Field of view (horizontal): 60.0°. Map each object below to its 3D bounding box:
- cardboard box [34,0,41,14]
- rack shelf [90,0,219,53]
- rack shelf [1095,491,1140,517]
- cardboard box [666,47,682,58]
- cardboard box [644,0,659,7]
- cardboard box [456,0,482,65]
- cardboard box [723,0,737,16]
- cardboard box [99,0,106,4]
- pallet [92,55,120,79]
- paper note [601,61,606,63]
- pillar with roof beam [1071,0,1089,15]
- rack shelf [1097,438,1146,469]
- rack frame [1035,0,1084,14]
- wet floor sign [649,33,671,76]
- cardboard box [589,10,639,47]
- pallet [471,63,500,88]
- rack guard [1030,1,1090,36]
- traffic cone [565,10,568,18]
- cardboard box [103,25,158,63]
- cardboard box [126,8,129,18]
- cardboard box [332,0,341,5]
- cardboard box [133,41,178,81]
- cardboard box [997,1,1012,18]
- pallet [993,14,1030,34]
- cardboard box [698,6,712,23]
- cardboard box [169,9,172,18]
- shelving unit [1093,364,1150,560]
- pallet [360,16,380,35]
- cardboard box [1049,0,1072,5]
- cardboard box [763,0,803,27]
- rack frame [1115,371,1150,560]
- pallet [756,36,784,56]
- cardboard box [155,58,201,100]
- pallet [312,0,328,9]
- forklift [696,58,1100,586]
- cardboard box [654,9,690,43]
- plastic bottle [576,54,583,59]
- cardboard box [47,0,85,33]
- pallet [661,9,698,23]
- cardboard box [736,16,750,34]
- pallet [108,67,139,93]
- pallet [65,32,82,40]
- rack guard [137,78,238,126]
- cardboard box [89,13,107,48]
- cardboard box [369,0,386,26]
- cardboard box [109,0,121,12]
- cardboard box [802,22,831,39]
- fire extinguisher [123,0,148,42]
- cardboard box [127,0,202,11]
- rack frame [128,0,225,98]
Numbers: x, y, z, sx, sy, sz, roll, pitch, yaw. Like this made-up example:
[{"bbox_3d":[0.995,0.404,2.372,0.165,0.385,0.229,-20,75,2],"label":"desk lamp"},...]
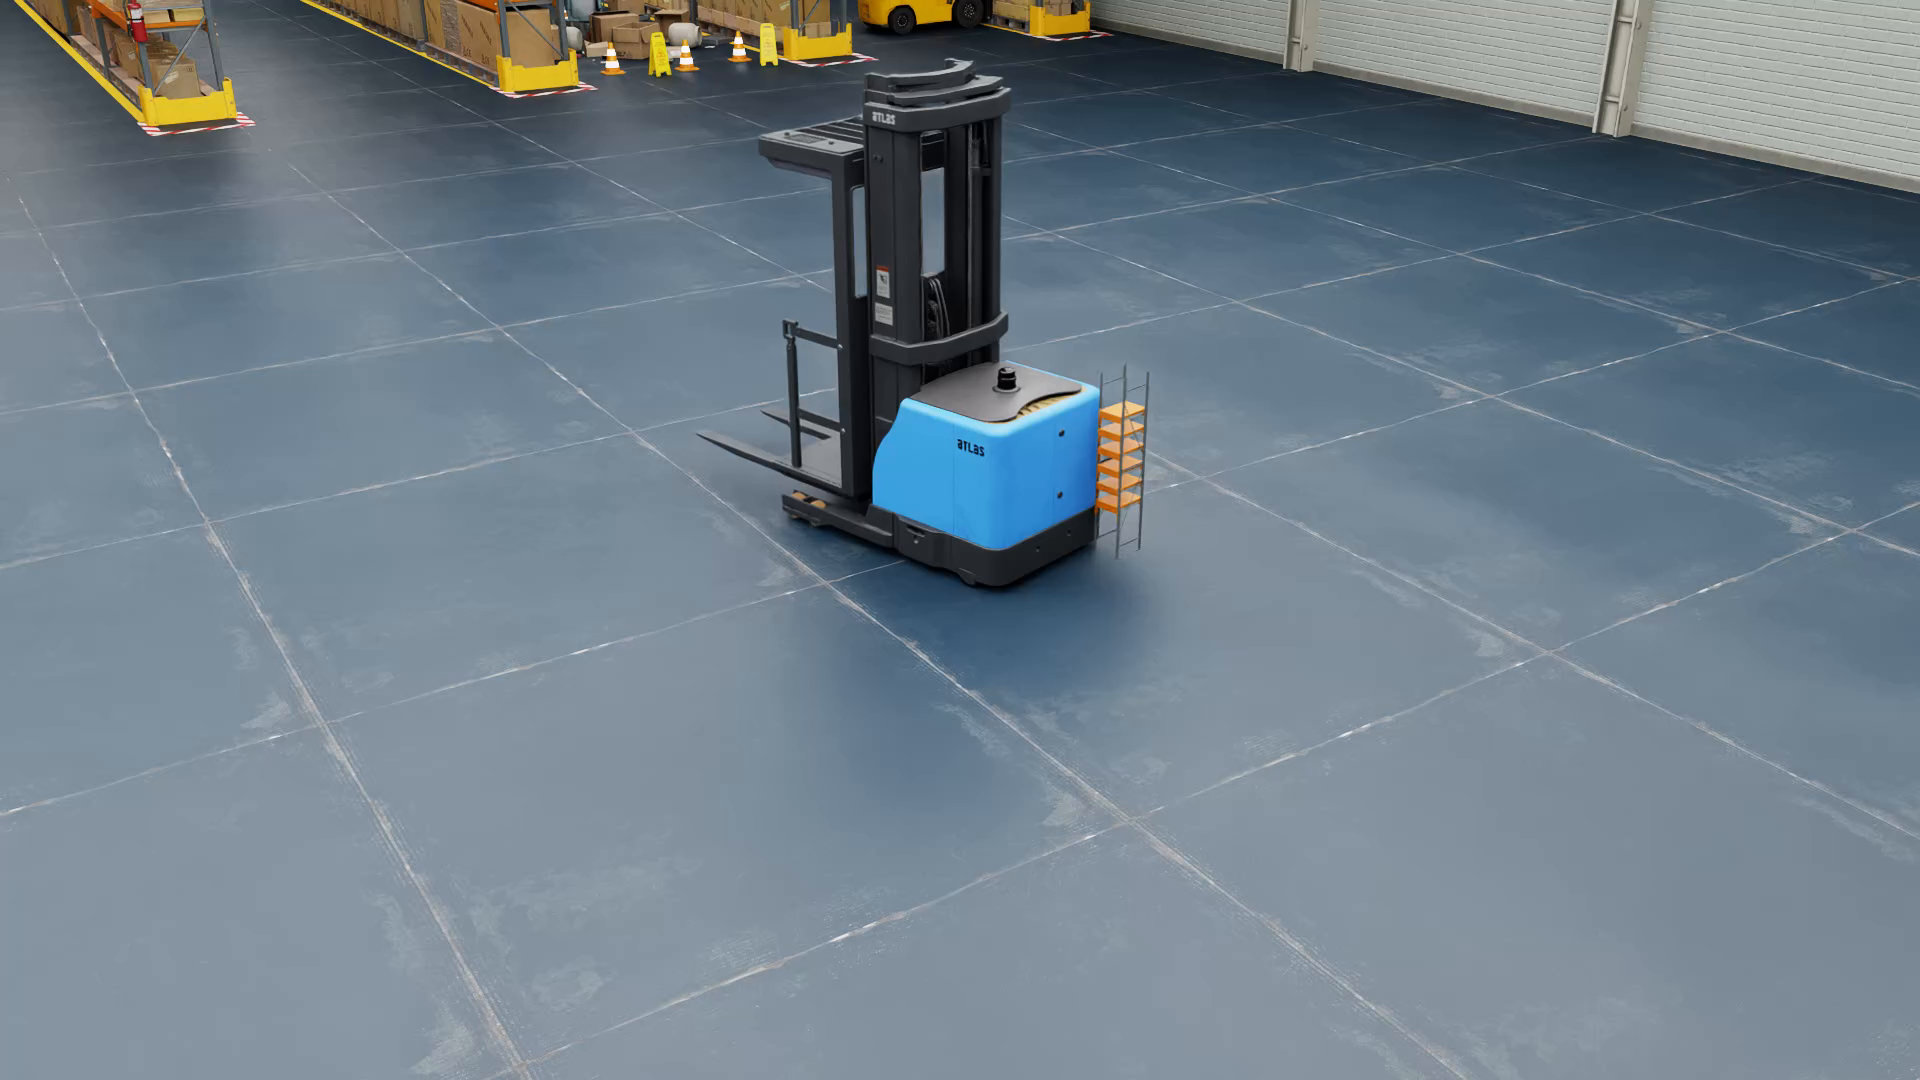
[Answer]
[{"bbox_3d":[-16.833,-10.473,31.418,1.225,0.875,0.875,-15,29,-29],"label":"cardboard box"},{"bbox_3d":[-11.741,-7.566,24.106,1.077,0.370,4.000,-16,29,-30],"label":"rack shelf"},{"bbox_3d":[1.002,-0.221,10.478,0.258,0.103,0.180,-23,34,-40],"label":"rack shelf"},{"bbox_3d":[-4.753,-8.194,27.933,0.380,0.149,0.250,-1,25,-3],"label":"cardboard box"},{"bbox_3d":[-5.594,-10.609,32.296,0.950,0.372,0.625,-14,29,-28],"label":"cardboard box"},{"bbox_3d":[-7.346,-8.066,26.319,0.875,0.875,0.875,-16,30,-30],"label":"cardboard box"},{"bbox_3d":[-3.850,-9.553,29.323,0.500,0.500,0.500,-14,29,-27],"label":"cardboard box"},{"bbox_3d":[-12.435,-7.984,24.443,0.380,0.149,0.250,-16,29,-30],"label":"cardboard box"},{"bbox_3d":[-13.259,-7.624,26.652,1.003,0.211,1.213,-16,29,-30],"label":"pallet"},{"bbox_3d":[-5.849,-7.894,27.437,0.144,0.017,0.142,-6,26,-12],"label":"paper note"},{"bbox_3d":[-1.421,-12.812,27.349,9.100,9.000,0.400,-16,29,-30],"label":"pillar with roof beam"},{"bbox_3d":[1.002,-0.546,10.324,0.258,0.103,0.180,-23,34,-40],"label":"rack shelf"},{"bbox_3d":[1.811,-10.643,29.782,1.000,3.000,0.127,-16,29,-30],"label":"rack frame"},{"bbox_3d":[-4.763,-7.682,26.267,0.267,0.644,0.232,-22,33,-38],"label":"wet floor sign"},{"bbox_3d":[-5.943,-8.788,28.618,0.797,0.637,0.503,-16,29,-30],"label":"cardboard box"},{"bbox_3d":[-6.940,-7.302,25.971,1.003,0.211,1.213,-16,29,-30],"label":"pallet"},{"bbox_3d":[1.824,-9.504,30.297,1.175,0.500,0.348,-16,29,-30],"label":"rack guard"},{"bbox_3d":[-7.375,-9.757,30.875,0.336,0.463,0.334,-16,29,-30],"label":"traffic cone"},{"bbox_3d":[-13.150,-7.900,26.383,0.700,0.500,0.500,-18,31,-33],"label":"cardboard box"},{"bbox_3d":[-11.293,-7.283,22.958,0.380,0.149,0.250,-16,29,-30],"label":"cardboard box"},{"bbox_3d":[-11.966,-10.763,32.471,0.500,0.500,0.500,-17,30,-32],"label":"cardboard box"},{"bbox_3d":[-11.924,-7.107,24.727,0.500,0.500,0.500,-19,31,-34],"label":"cardboard box"},{"bbox_3d":[1.026,-9.864,30.861,0.500,0.250,0.500,-16,29,-30],"label":"cardboard box"},{"bbox_3d":[1.359,-9.646,30.936,1.003,0.211,1.213,-16,29,-30],"label":"pallet"},{"bbox_3d":[-4.433,-9.588,30.276,0.500,0.250,0.500,-17,30,-32],"label":"cardboard box"},{"bbox_3d":[-10.725,-7.313,23.023,0.380,0.149,0.250,-16,29,-30],"label":"cardboard box"},{"bbox_3d":[1.002,-0.478,10.357,0.258,1.200,0.189,-23,34,-40],"label":"shelving unit"},{"bbox_3d":[-10.438,-9.596,30.831,1.003,0.211,1.213,-16,29,-30],"label":"pallet"},{"bbox_3d":[1.728,-10.032,30.631,0.500,0.250,0.500,-15,29,-29],"label":"cardboard box"},{"bbox_3d":[-3.002,-8.997,28.144,0.500,0.500,0.500,-15,29,-29],"label":"cardboard box"},{"bbox_3d":[1.066,-0.450,10.298,0.240,1.200,0.006,-23,34,-40],"label":"rack frame"},{"bbox_3d":[-2.801,-8.550,28.615,1.003,0.211,1.213,-16,29,-30],"label":"pallet"},{"bbox_3d":[-10.976,-6.462,23.362,0.500,0.500,0.500,-10,27,-20],"label":"cardboard box"},{"bbox_3d":[-12.562,-11.048,33.907,1.003,0.211,1.213,-16,29,-30],"label":"pallet"},{"bbox_3d":[-0.543,-1.564,10.630,3.031,2.935,1.130,21,33,37],"label":"forklift"},{"bbox_3d":[-5.084,-9.086,29.409,0.500,0.500,0.500,3,25,6],"label":"cardboard box"},{"bbox_3d":[-6.446,-8.085,27.805,0.133,0.061,0.283,18,31,33],"label":"plastic bottle"},{"bbox_3d":[-15.375,-9.518,29.395,1.225,0.875,0.875,-17,30,-32],"label":"cardboard box"},{"bbox_3d":[-4.956,-9.933,31.544,1.003,0.211,1.213,-16,29,-30],"label":"pallet"},{"bbox_3d":[-3.579,-9.031,29.096,0.500,0.250,0.500,-17,30,-31],"label":"cardboard box"},{"bbox_3d":[-12.436,-7.113,25.571,1.003,0.211,1.213,-16,29,-30],"label":"pallet"},{"bbox_3d":[-15.383,-9.076,29.728,1.003,0.211,1.213,-16,29,-30],"label":"pallet"},{"bbox_3d":[-10.690,-6.072,23.028,1.175,0.500,0.348,-16,29,-30],"label":"rack guard"},{"bbox_3d":[-14.005,-8.474,27.600,0.700,0.500,0.500,-13,28,-25],"label":"cardboard box"},{"bbox_3d":[-10.068,-9.779,30.094,1.050,0.750,0.750,-15,29,-29],"label":"cardboard box"},{"bbox_3d":[-11.884,-7.628,23.689,0.380,0.149,0.250,-16,29,-30],"label":"cardboard box"},{"bbox_3d":[-2.554,-8.785,28.574,0.500,0.250,0.500,-16,30,-30],"label":"cardboard box"},{"bbox_3d":[-10.972,-6.992,22.139,0.296,0.674,0.183,-16,29,-30],"label":"fire extinguisher"},{"bbox_3d":[-10.926,-7.559,22.782,0.875,0.500,0.500,-16,29,-30],"label":"cardboard box"},{"bbox_3d":[-10.649,-7.176,22.437,1.000,3.000,0.127,-16,29,-30],"label":"rack frame"}]
